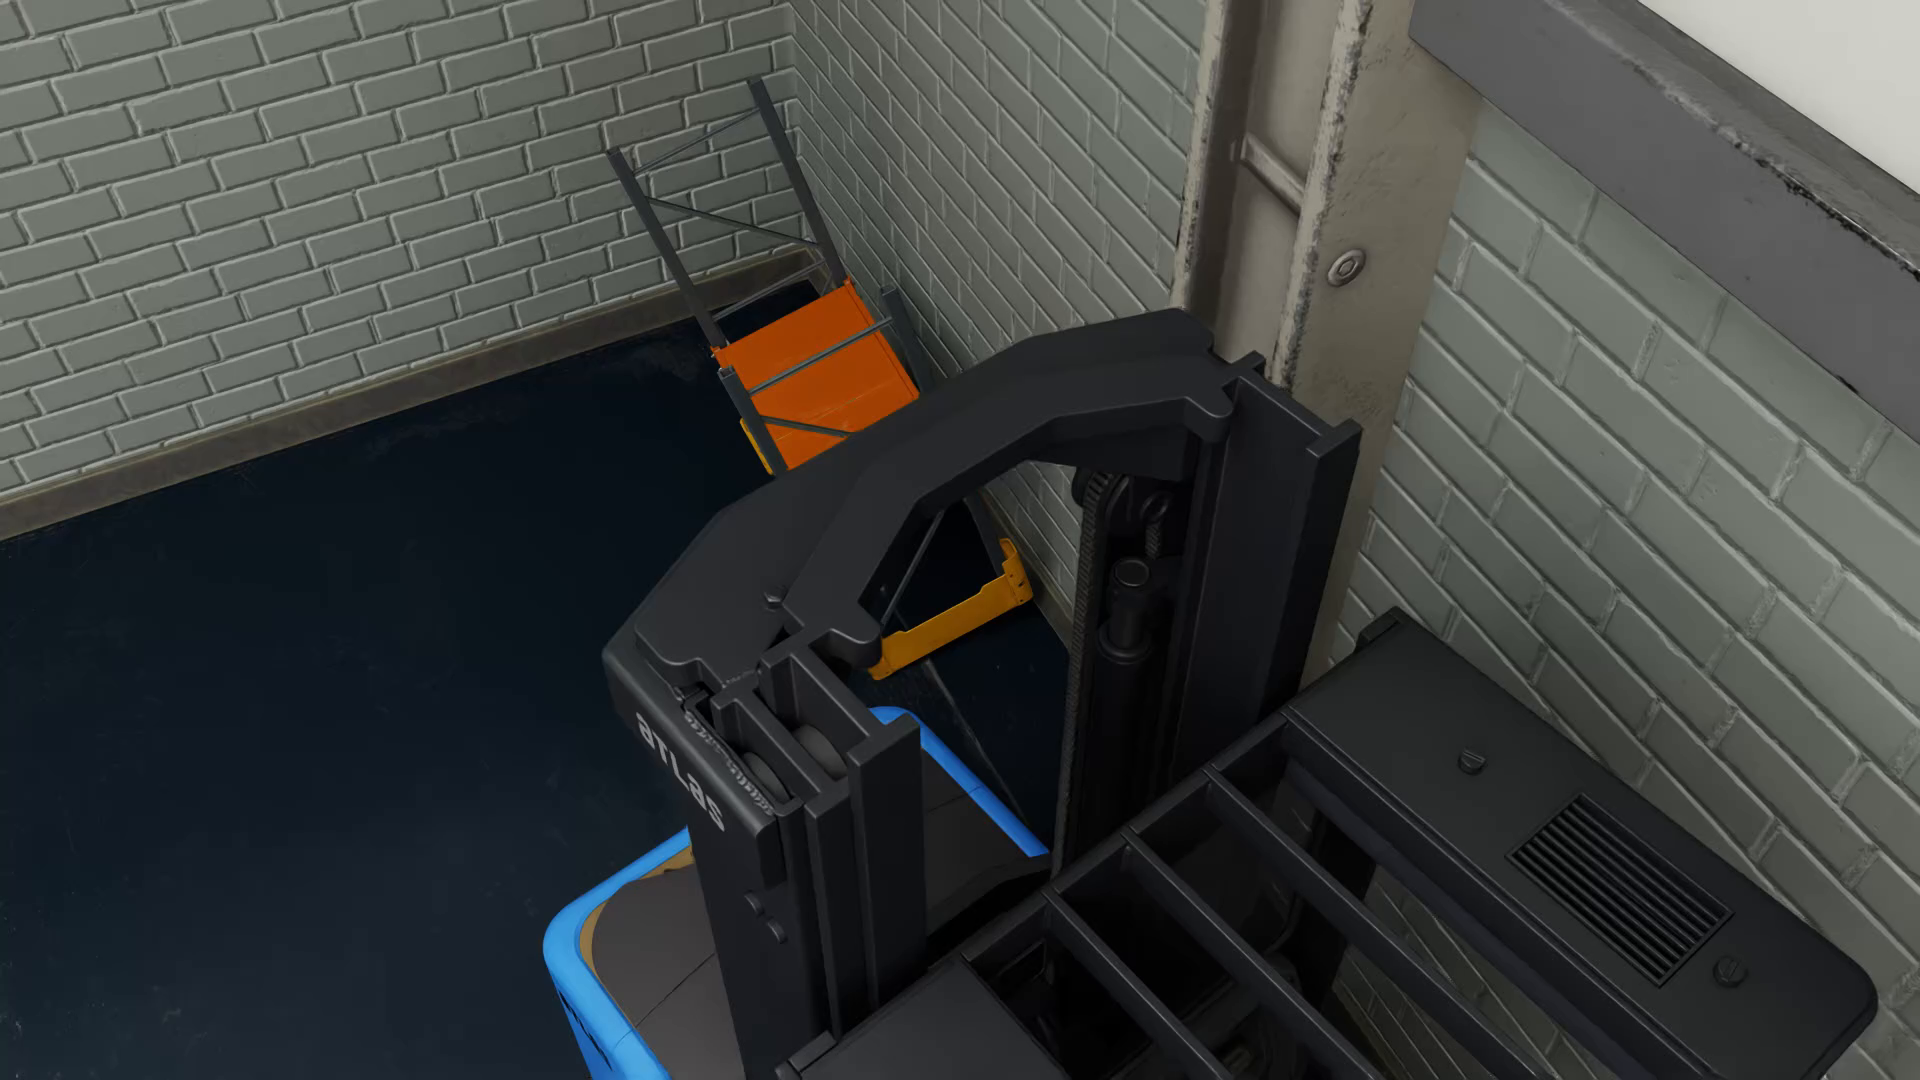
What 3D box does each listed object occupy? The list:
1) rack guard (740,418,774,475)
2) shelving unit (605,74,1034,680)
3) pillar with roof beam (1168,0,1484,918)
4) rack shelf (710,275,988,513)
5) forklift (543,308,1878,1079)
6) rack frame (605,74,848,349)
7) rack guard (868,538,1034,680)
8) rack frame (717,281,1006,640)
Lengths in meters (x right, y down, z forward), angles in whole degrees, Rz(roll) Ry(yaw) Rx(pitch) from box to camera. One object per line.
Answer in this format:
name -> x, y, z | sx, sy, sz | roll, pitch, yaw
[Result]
rack guard -> -0.467, -0.460, 5.890 | 0.587, 0.250, 0.087 | -28, 53, -4
shelving unit -> -0.414, -0.466, 5.092 | 0.587, 1.500, 1.083 | -28, 53, -4
pillar with roof beam -> -3.180, -0.498, 0.207 | 9.100, 9.000, 0.400 | -21, 52, -18
rack shelf -> -0.367, -0.360, 5.230 | 0.538, 0.185, 1.000 | -28, 53, -4
forklift -> 0.399, 1.204, 2.750 | 1.130, 2.935, 3.031 | -32, 56, -25
rack frame -> -0.618, -0.809, 5.393 | 0.500, 1.500, 0.032 | -28, 53, -4
rack guard -> -0.061, 0.223, 5.289 | 0.587, 0.250, 0.087 | -28, 53, -4
rack frame -> -0.203, -0.112, 4.780 | 0.500, 1.500, 0.032 | -28, 53, -4
